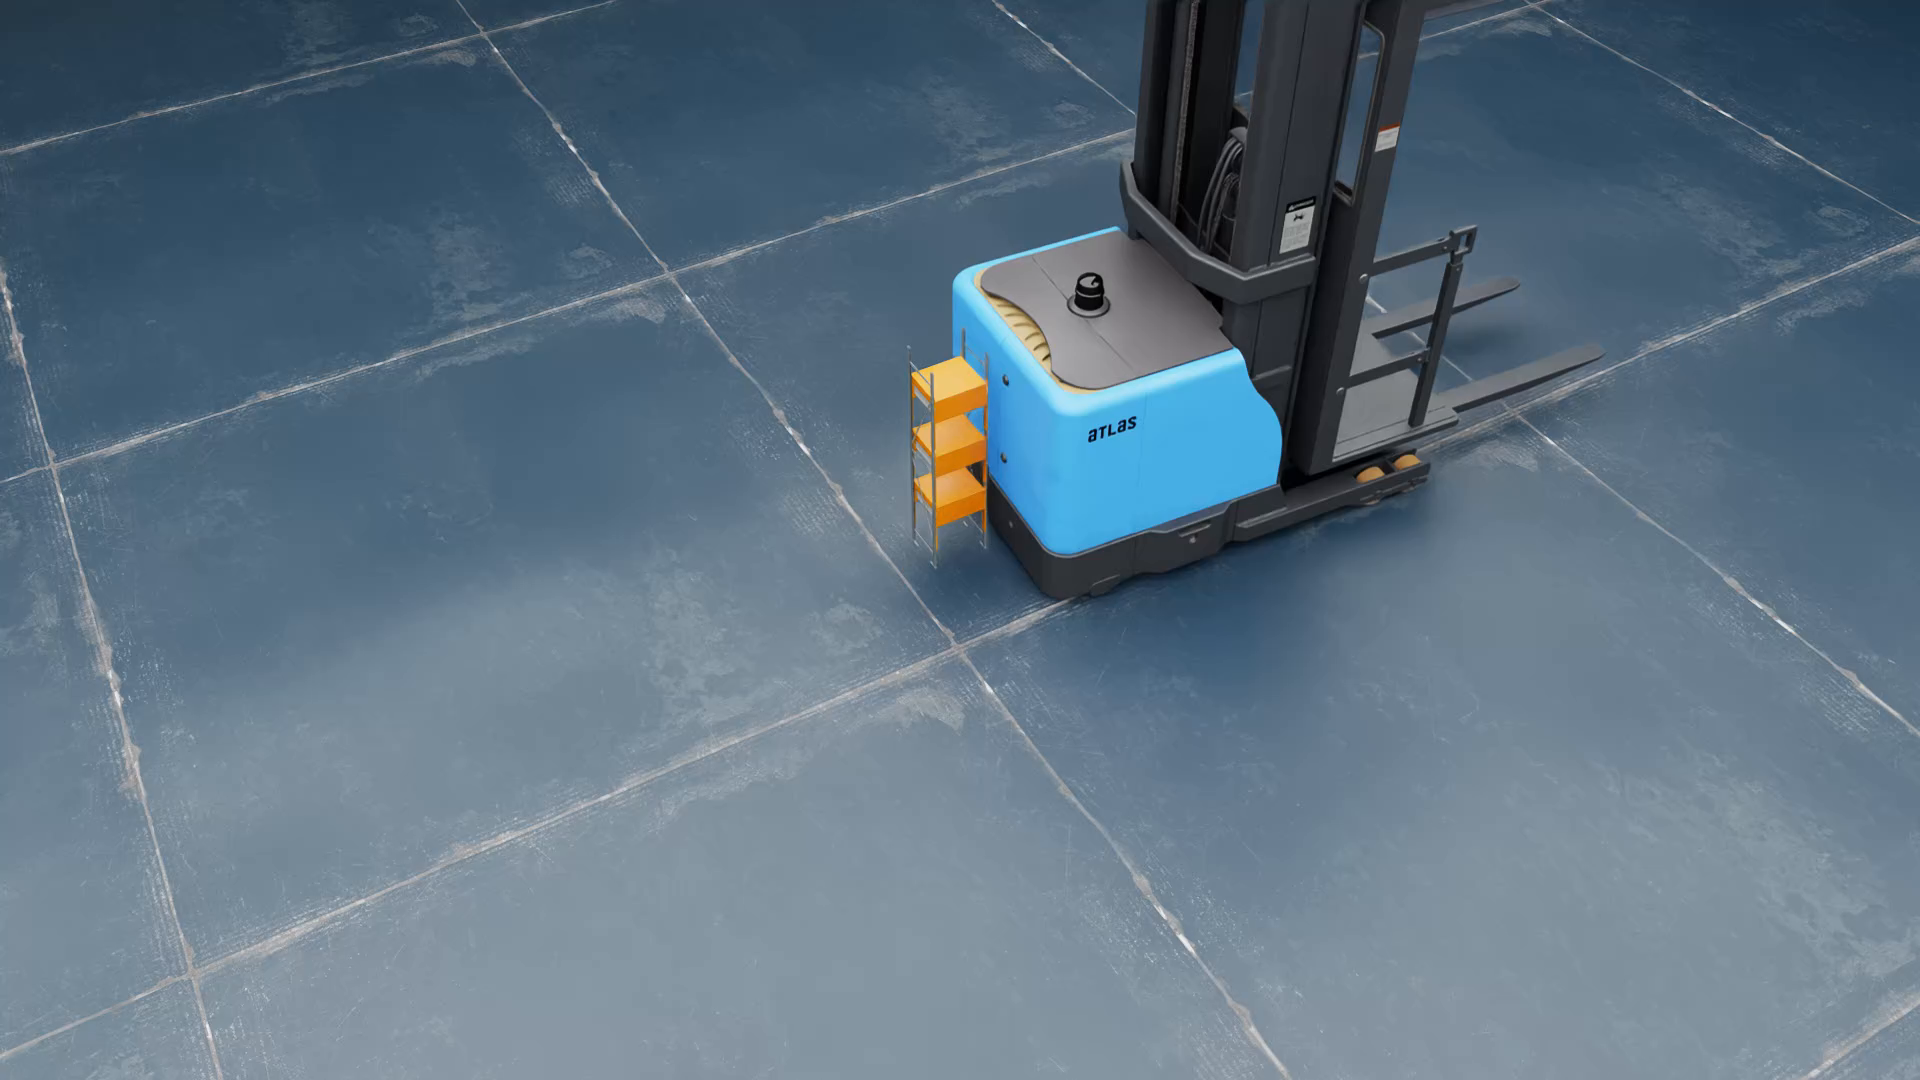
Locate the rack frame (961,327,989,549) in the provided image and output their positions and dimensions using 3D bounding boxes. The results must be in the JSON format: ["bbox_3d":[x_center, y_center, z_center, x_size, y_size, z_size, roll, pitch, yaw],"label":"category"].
[{"bbox_3d":[0.059,-0.401,6.838,0.008,1.050,0.200,-22,48,-21],"label":"rack frame"}]

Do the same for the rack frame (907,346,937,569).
[{"bbox_3d":[-0.152,-0.316,6.751,0.008,1.050,0.200,-22,48,-21],"label":"rack frame"}]

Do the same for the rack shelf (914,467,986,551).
[{"bbox_3d":[-0.046,-0.151,6.996,0.240,0.259,0.215,-22,48,-21],"label":"rack shelf"}]

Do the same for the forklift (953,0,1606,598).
[{"bbox_3d":[1.512,-1.522,6.643,3.031,2.935,1.130,-19,47,-18],"label":"forklift"}]

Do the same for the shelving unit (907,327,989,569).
[{"bbox_3d":[-0.046,-0.358,6.795,0.252,1.050,0.215,-22,48,-21],"label":"shelving unit"}]

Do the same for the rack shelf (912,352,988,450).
[{"bbox_3d":[-0.046,-0.554,6.604,0.240,0.259,0.215,-22,48,-21],"label":"rack shelf"}]

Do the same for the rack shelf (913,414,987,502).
[{"bbox_3d":[-0.046,-0.351,6.802,0.240,0.259,0.215,-22,48,-21],"label":"rack shelf"}]
